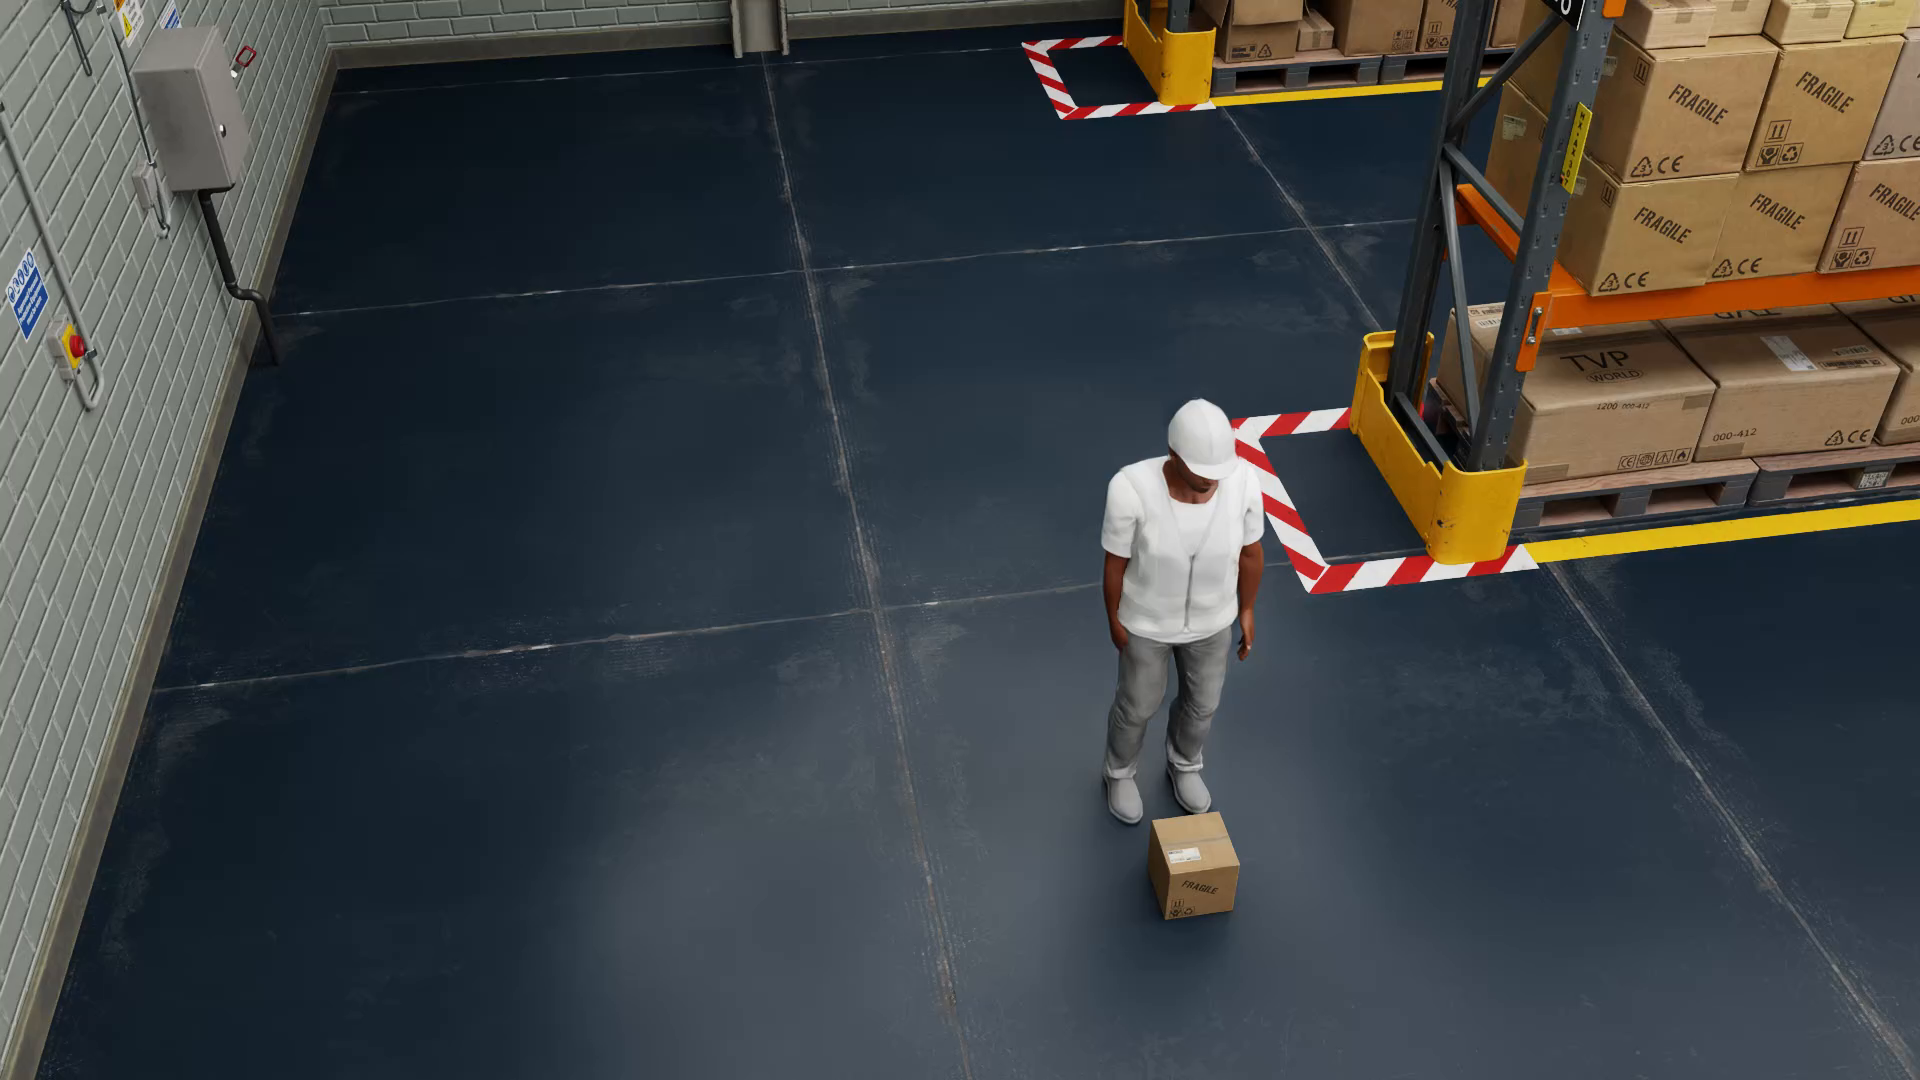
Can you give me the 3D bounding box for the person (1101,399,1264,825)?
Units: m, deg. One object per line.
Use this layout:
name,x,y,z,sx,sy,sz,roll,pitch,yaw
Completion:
person,0.766,0.258,5.816,0.567,1.764,0.363,-6,39,-7
